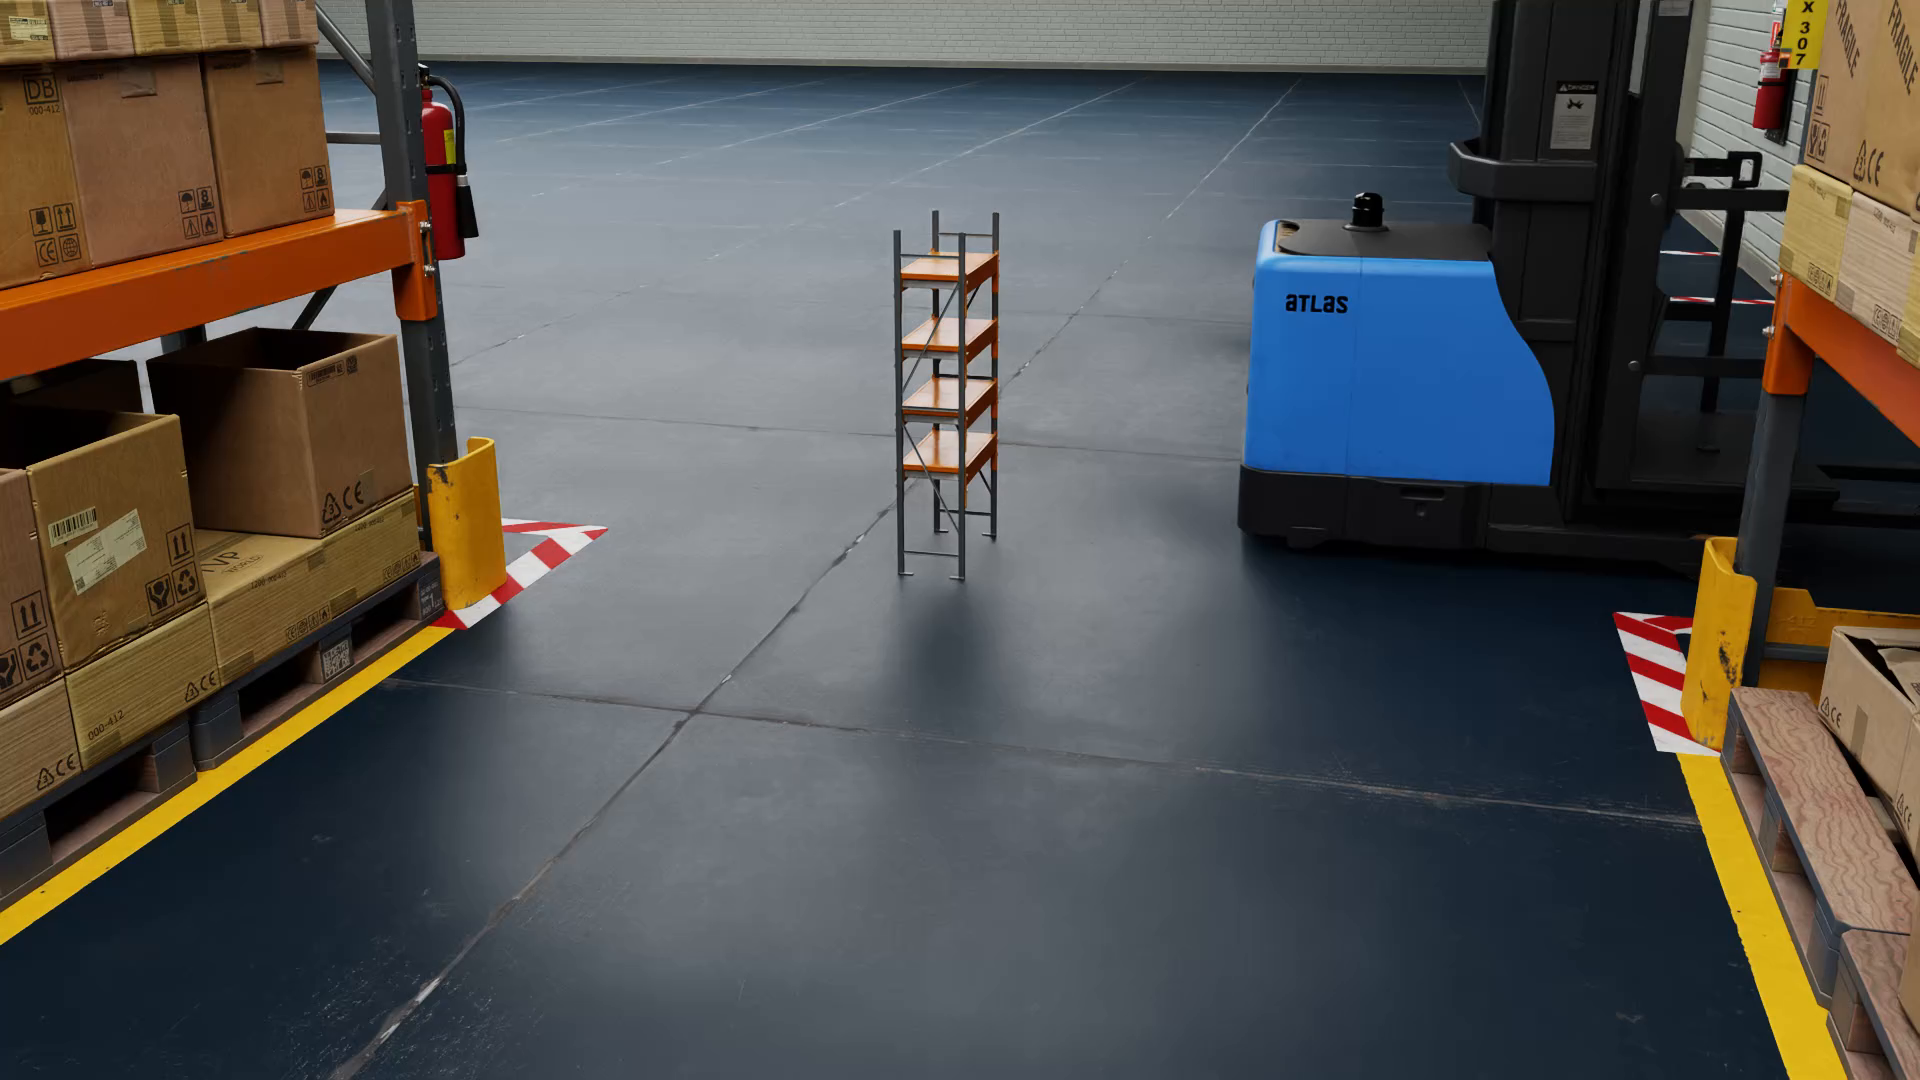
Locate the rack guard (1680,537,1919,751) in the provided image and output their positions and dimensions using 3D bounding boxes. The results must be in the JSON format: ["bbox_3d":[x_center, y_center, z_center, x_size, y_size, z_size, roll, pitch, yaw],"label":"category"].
[{"bbox_3d":[2.614,0.323,4.469,1.175,0.500,0.348,5,19,13],"label":"rack guard"}]

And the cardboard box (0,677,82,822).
[{"bbox_3d":[-2.371,0.491,3.714,0.500,0.250,0.500,5,19,13],"label":"cardboard box"}]

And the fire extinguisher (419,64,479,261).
[{"bbox_3d":[-1.693,-1.238,5.291,0.296,0.674,0.183,5,19,13],"label":"fire extinguisher"}]

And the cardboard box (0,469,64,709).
[{"bbox_3d":[-2.368,0.136,3.592,0.500,0.500,0.500,5,19,13],"label":"cardboard box"}]

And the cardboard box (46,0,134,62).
[{"bbox_3d":[-2.269,-1.253,4.056,0.380,0.149,0.250,5,19,14],"label":"cardboard box"}]

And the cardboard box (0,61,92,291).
[{"bbox_3d":[-2.549,-0.856,3.898,0.700,0.500,0.500,5,19,14],"label":"cardboard box"}]

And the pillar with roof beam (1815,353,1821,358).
[{"bbox_3d":[0.592,-5.656,8.824,9.100,9.000,0.400,5,19,13],"label":"pillar with roof beam"}]

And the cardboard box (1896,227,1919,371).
[{"bbox_3d":[1.962,-0.372,2.836,0.500,0.250,0.500,4,19,13],"label":"cardboard box"}]

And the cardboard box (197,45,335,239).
[{"bbox_3d":[-2.298,-1.176,4.835,0.700,0.500,0.500,5,19,13],"label":"cardboard box"}]

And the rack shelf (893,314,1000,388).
[{"bbox_3d":[-0.040,-0.664,5.791,0.258,0.148,0.480,5,19,13],"label":"rack shelf"}]

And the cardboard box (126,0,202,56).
[{"bbox_3d":[-2.205,-1.331,4.286,0.380,0.149,0.250,4,19,13],"label":"cardboard box"}]

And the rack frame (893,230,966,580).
[{"bbox_3d":[-0.100,-0.439,5.618,0.240,1.200,0.015,5,19,13],"label":"rack frame"}]

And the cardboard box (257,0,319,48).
[{"bbox_3d":[-2.080,-1.494,4.761,0.380,0.149,0.250,4,19,12],"label":"cardboard box"}]

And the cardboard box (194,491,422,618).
[{"bbox_3d":[-2.016,0.020,5.093,0.500,0.250,0.500,5,19,13],"label":"cardboard box"}]

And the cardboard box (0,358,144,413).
[{"bbox_3d":[-2.639,-0.219,4.632,0.500,0.500,0.500,5,19,13],"label":"cardboard box"}]

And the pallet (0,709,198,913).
[{"bbox_3d":[-2.618,0.670,3.900,1.003,0.211,1.213,5,19,13],"label":"pallet"}]

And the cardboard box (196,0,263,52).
[{"bbox_3d":[-2.143,-1.411,4.521,0.380,0.149,0.250,5,20,15],"label":"cardboard box"}]

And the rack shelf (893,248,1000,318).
[{"bbox_3d":[-0.040,-0.888,5.715,0.258,0.148,0.480,5,19,13],"label":"rack shelf"}]

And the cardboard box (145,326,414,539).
[{"bbox_3d":[-2.014,-0.335,4.971,0.500,0.500,0.500,5,19,13],"label":"cardboard box"}]

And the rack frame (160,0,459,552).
[{"bbox_3d":[-2.172,-1.274,5.277,1.000,3.000,0.127,5,19,13],"label":"rack frame"}]

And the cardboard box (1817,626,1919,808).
[{"bbox_3d":[2.376,0.390,3.884,0.500,0.311,0.500,2,19,7],"label":"cardboard box"}]

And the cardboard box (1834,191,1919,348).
[{"bbox_3d":[2.092,-0.531,3.302,0.500,0.250,0.500,4,19,12],"label":"cardboard box"}]

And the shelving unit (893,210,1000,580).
[{"bbox_3d":[-0.040,-0.516,5.842,0.258,1.200,0.503,5,19,13],"label":"shelving unit"}]

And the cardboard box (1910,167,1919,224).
[{"bbox_3d":[1.962,-0.736,2.742,0.500,0.500,0.500,4,19,12],"label":"cardboard box"}]

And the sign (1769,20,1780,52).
[{"bbox_3d":[5.642,-3.430,11.535,0.001,0.329,0.234,5,19,13],"label":"sign"}]

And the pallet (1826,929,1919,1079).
[{"bbox_3d":[2.081,1.092,2.663,1.003,0.211,1.213,5,19,13],"label":"pallet"}]

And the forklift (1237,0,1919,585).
[{"bbox_3d":[2.588,-1.413,5.791,3.031,2.935,1.130,4,19,11],"label":"forklift"}]

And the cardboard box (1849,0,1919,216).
[{"bbox_3d":[2.094,-0.897,3.215,0.500,0.500,0.500,5,19,14],"label":"cardboard box"}]

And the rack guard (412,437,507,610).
[{"bbox_3d":[-2.166,-0.099,5.703,1.175,0.500,0.348,5,19,13],"label":"rack guard"}]

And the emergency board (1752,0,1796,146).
[{"bbox_3d":[5.407,-3.248,11.057,0.194,1.169,0.643,5,19,13],"label":"emergency board"}]

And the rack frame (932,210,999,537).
[{"bbox_3d":[0.019,-0.592,6.066,0.240,1.200,0.015,5,19,13],"label":"rack frame"}]

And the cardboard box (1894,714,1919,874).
[{"bbox_3d":[2.237,0.569,3.361,0.500,0.311,0.500,6,20,18],"label":"cardboard box"}]

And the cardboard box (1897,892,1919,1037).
[{"bbox_3d":[2.009,0.705,2.669,0.700,0.500,0.500,3,19,10],"label":"cardboard box"}]

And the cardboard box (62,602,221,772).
[{"bbox_3d":[-2.247,0.334,4.172,0.500,0.250,0.500,5,19,13],"label":"cardboard box"}]

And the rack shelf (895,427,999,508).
[{"bbox_3d":[-0.040,-0.264,5.928,0.258,0.148,0.480,5,19,13],"label":"rack shelf"}]

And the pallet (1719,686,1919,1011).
[{"bbox_3d":[2.381,0.711,3.779,1.003,0.211,1.213,5,19,13],"label":"pallet"}]

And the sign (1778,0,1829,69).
[{"bbox_3d":[2.106,-1.336,4.120,0.100,0.325,0.005,5,19,13],"label":"sign"}]

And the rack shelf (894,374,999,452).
[{"bbox_3d":[-0.040,-0.452,5.863,0.258,0.148,0.480,5,19,13],"label":"rack shelf"}]

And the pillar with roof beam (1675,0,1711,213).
[{"bbox_3d":[2.058,-7.536,14.330,9.100,9.000,0.400,5,19,13],"label":"pillar with roof beam"}]

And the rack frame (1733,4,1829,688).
[{"bbox_3d":[2.633,-0.884,4.135,1.000,3.000,0.127,5,19,13],"label":"rack frame"}]

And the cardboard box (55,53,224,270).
[{"bbox_3d":[-2.422,-1.011,4.352,0.700,0.500,0.500,5,20,15],"label":"cardboard box"}]

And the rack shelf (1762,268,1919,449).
[{"bbox_3d":[2.144,0.083,2.416,1.077,0.370,4.000,5,19,13],"label":"rack shelf"}]

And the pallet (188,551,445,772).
[{"bbox_3d":[-2.318,0.288,5.016,1.003,0.211,1.213,5,19,13],"label":"pallet"}]

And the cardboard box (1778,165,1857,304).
[{"bbox_3d":[2.206,-0.695,3.782,0.500,0.250,0.500,4,19,12],"label":"cardboard box"}]

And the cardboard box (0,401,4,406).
[{"bbox_3d":[-2.749,-0.061,4.171,0.500,0.500,0.500,5,19,13],"label":"cardboard box"}]

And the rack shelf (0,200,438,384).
[{"bbox_3d":[-2.661,-0.307,3.558,1.077,0.370,4.000,5,19,13],"label":"rack shelf"}]

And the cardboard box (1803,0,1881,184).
[{"bbox_3d":[2.225,-1.051,3.666,0.500,0.500,0.500,5,19,13],"label":"cardboard box"}]

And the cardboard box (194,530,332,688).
[{"bbox_3d":[-2.127,0.177,4.632,0.500,0.250,0.500,5,19,13],"label":"cardboard box"}]

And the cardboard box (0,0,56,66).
[{"bbox_3d":[-2.333,-1.170,3.815,0.380,0.149,0.250,5,20,15],"label":"cardboard box"}]

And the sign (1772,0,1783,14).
[{"bbox_3d":[5.632,-3.681,11.447,0.001,0.109,0.331,5,19,13],"label":"sign"}]

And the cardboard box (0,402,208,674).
[{"bbox_3d":[-2.244,-0.020,4.050,0.500,0.500,0.500,5,19,13],"label":"cardboard box"}]
